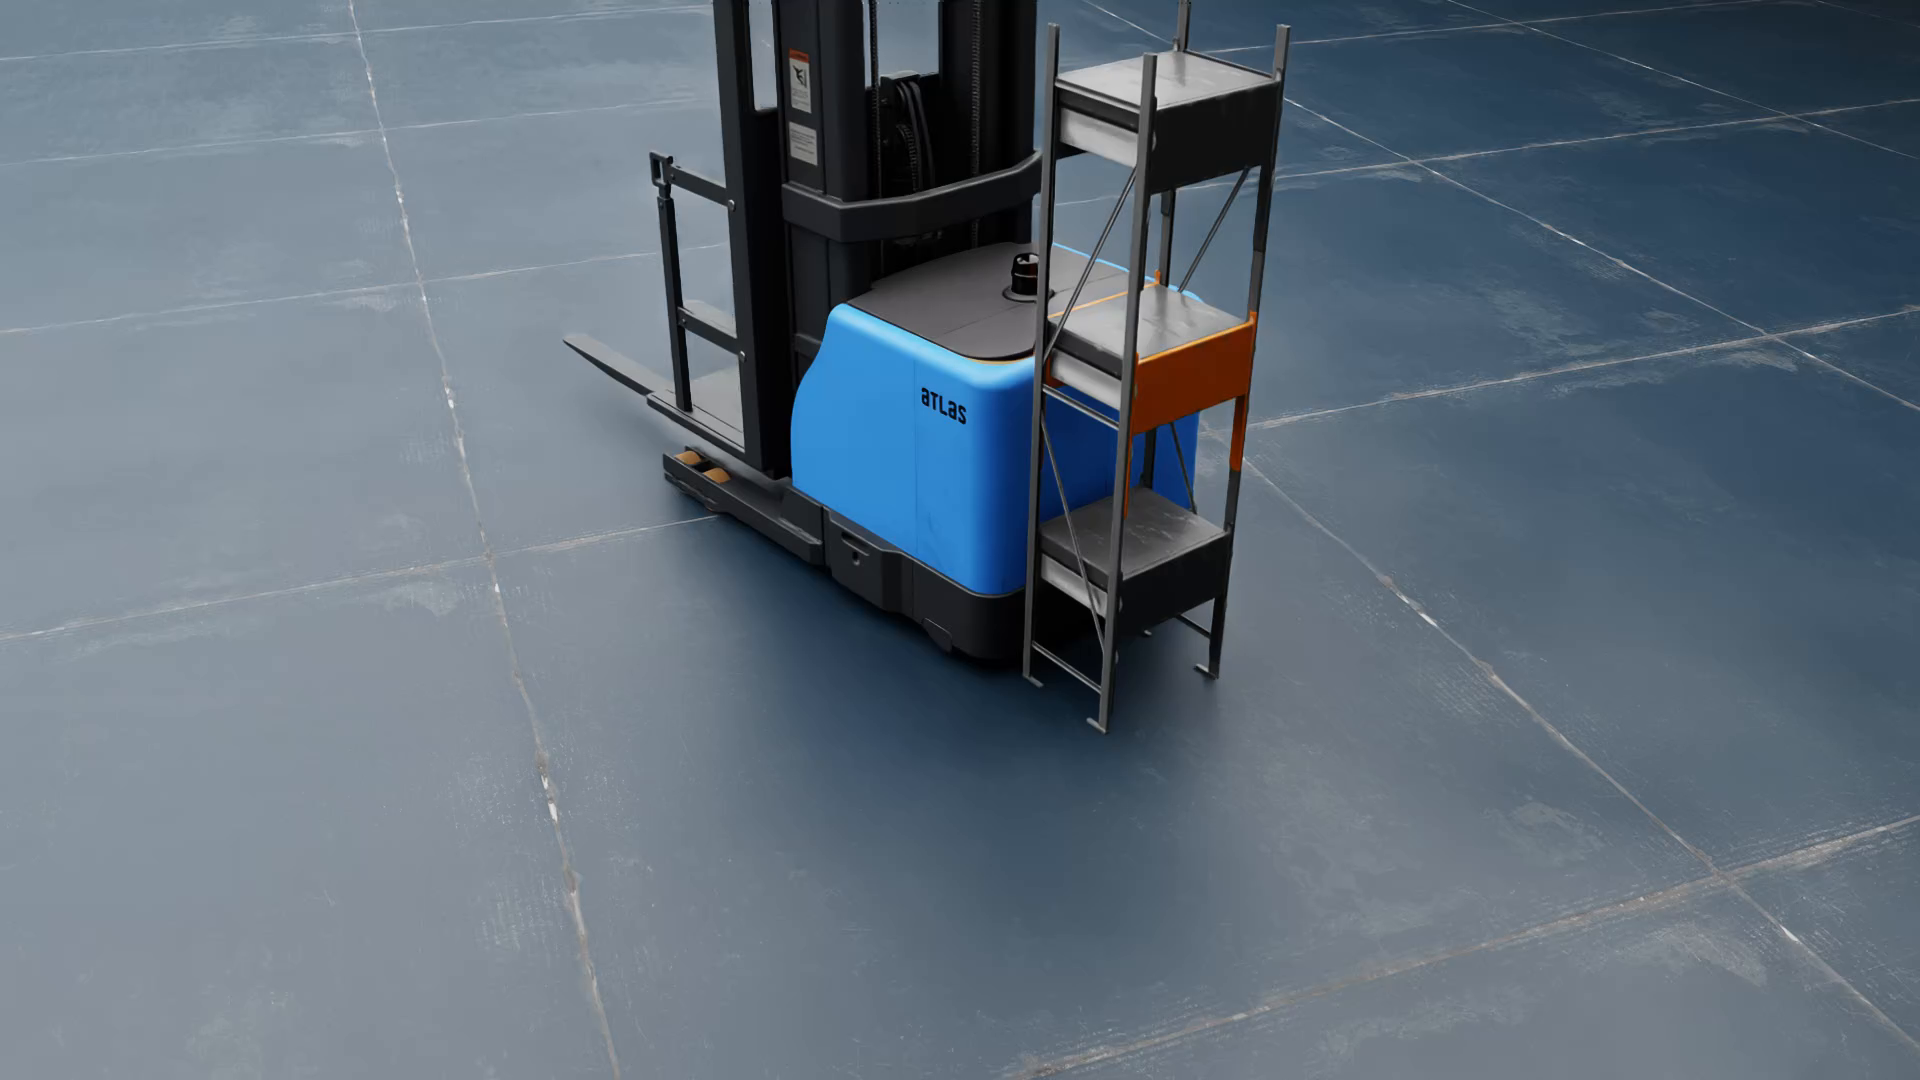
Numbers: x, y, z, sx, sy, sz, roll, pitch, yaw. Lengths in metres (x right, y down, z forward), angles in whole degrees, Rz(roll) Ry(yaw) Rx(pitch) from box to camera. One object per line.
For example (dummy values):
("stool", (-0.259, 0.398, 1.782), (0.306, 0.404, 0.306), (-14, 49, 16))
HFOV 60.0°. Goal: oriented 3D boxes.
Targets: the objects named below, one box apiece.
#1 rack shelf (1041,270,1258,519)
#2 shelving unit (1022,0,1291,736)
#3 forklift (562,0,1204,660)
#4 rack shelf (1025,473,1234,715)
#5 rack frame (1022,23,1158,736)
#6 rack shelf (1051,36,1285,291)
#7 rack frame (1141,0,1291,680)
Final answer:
("rack shelf", (0.538, -0.441, 4.921), (0.480, 0.518, 0.431), (-22, 37, -33))
("shelving unit", (0.538, -0.453, 4.914), (0.503, 2.100, 0.431), (-22, 37, -33))
("forklift", (-0.517, -1.532, 5.978), (1.130, 2.935, 3.031), (-24, 37, -35))
("rack shelf", (0.530, 0.161, 5.278), (0.480, 0.518, 0.431), (-22, 37, -33))
("rack frame", (0.347, -0.378, 4.782), (0.015, 2.100, 0.400), (-22, 37, -33))
("rack shelf", (0.546, -1.043, 4.564), (0.480, 0.518, 0.431), (-22, 37, -33))
("rack frame", (0.729, -0.528, 5.045), (0.015, 2.100, 0.400), (-22, 37, -33))
